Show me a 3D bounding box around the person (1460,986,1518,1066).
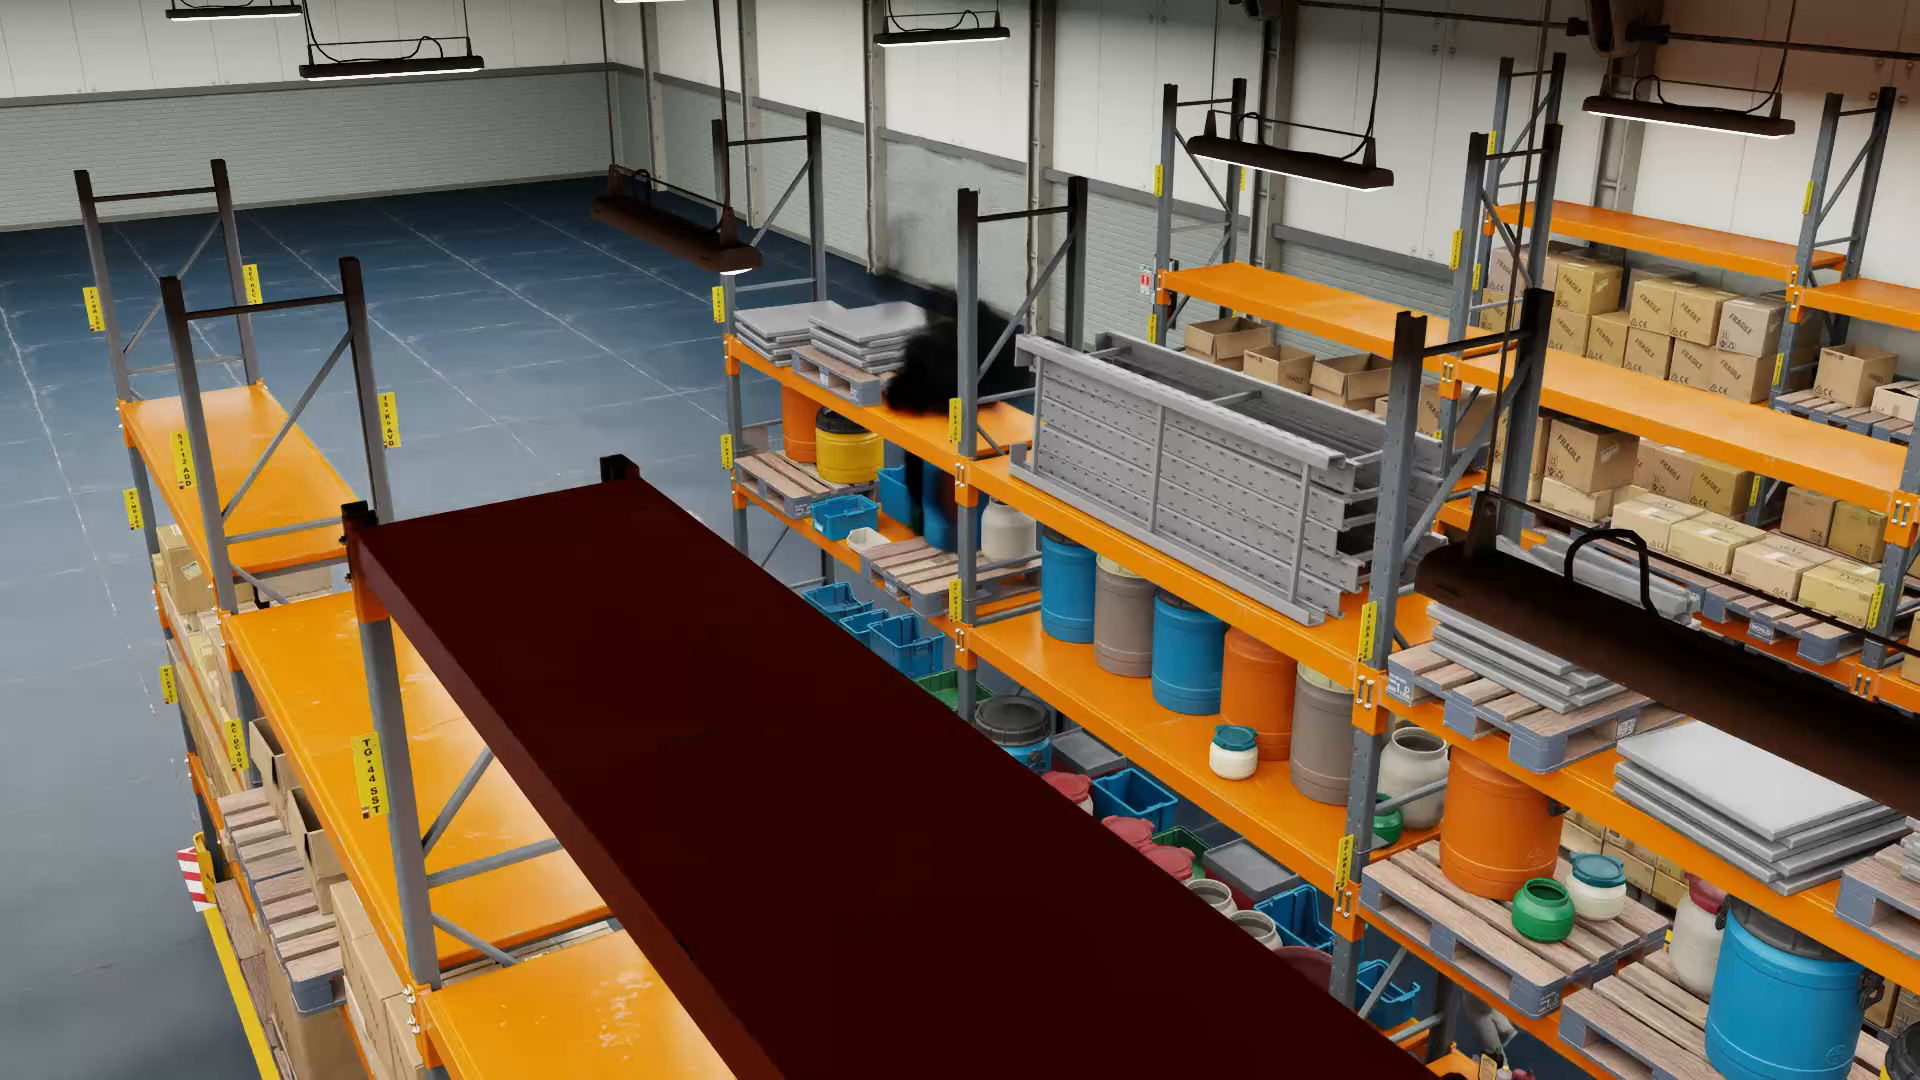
[{"bbox_3d":[3.726,2.995,11.731,0.592,1.629,0.582,-18,28,-37],"label":"person"}]
